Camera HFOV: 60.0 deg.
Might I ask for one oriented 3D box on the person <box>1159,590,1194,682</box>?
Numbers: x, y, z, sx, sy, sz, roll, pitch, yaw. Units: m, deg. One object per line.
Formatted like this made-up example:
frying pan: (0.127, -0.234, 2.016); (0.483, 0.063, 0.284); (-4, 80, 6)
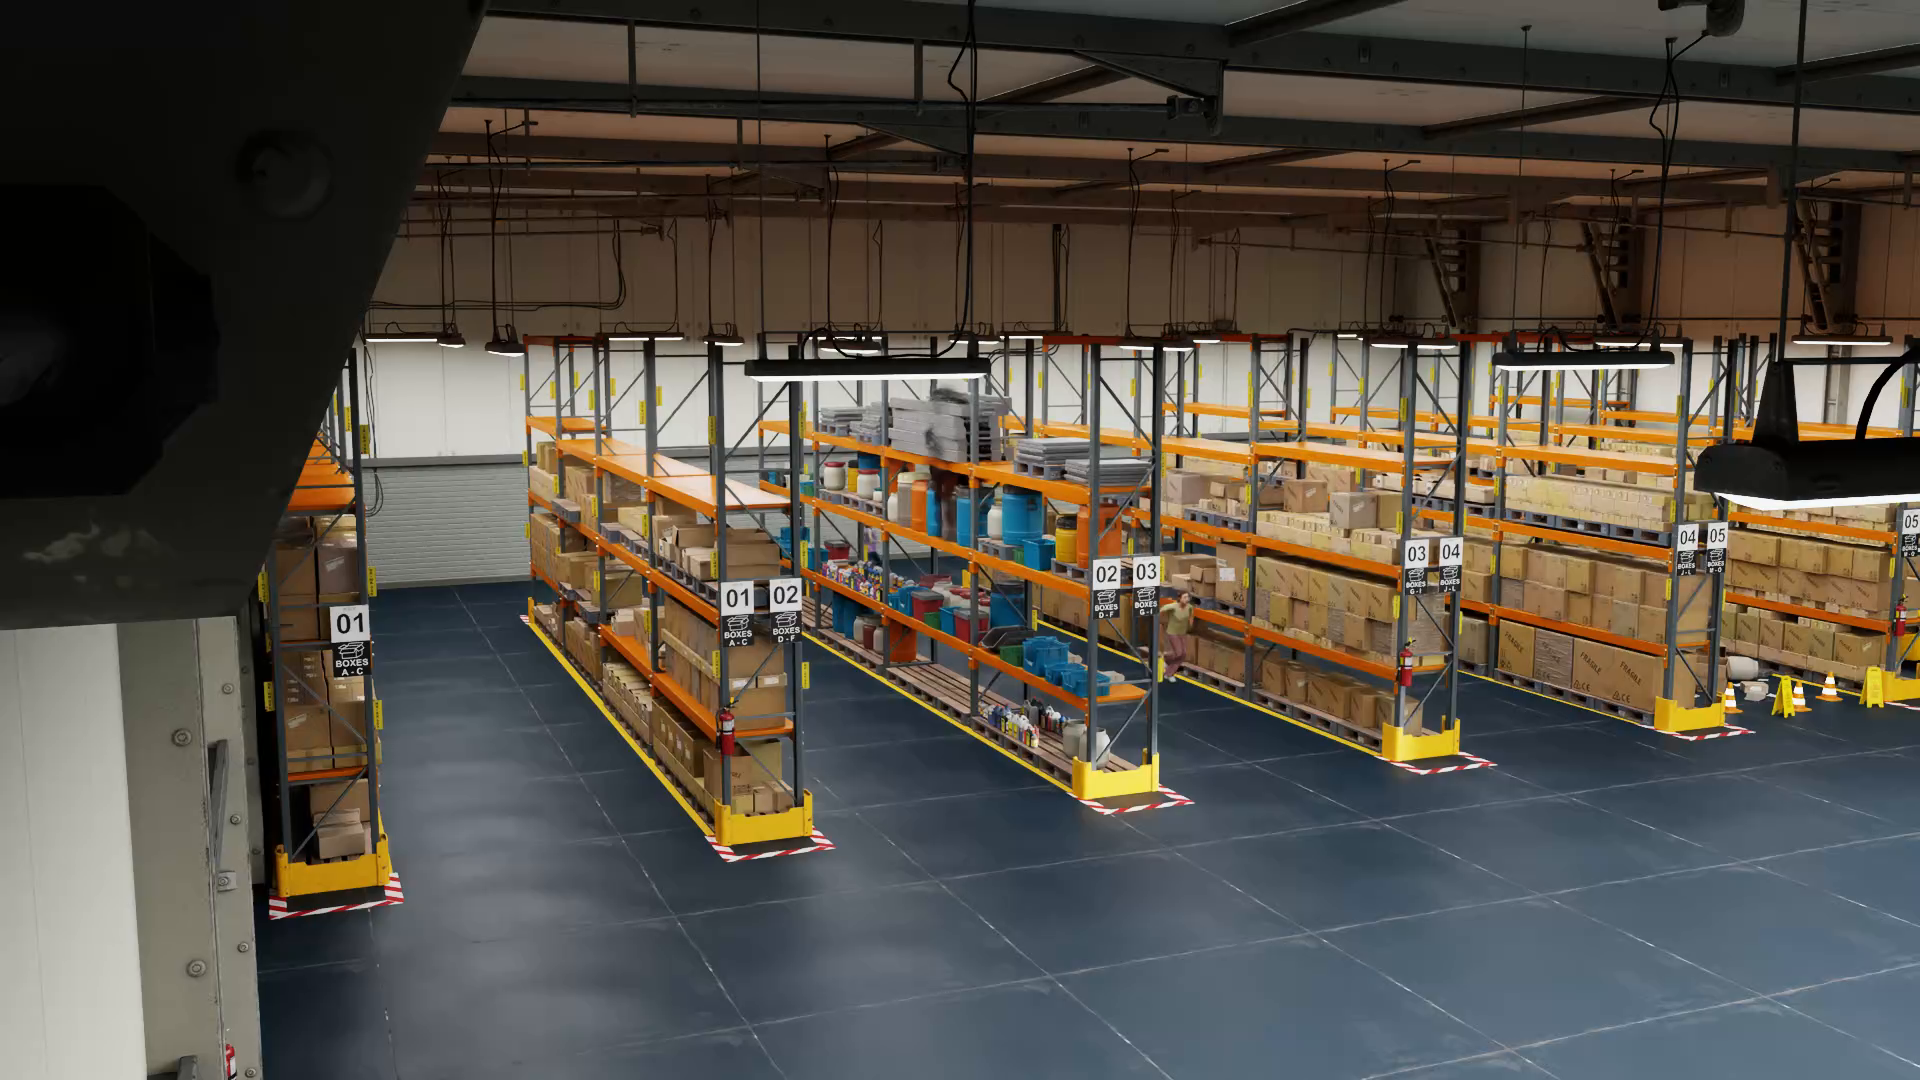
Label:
person: (3.626, 1.592, 27.745); (0.571, 1.575, 0.670); (-4, 9, -29)

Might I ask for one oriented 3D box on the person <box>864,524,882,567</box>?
person: (-2.120, 0.297, 39.548); (0.667, 1.575, 0.509); (0, 8, -2)
